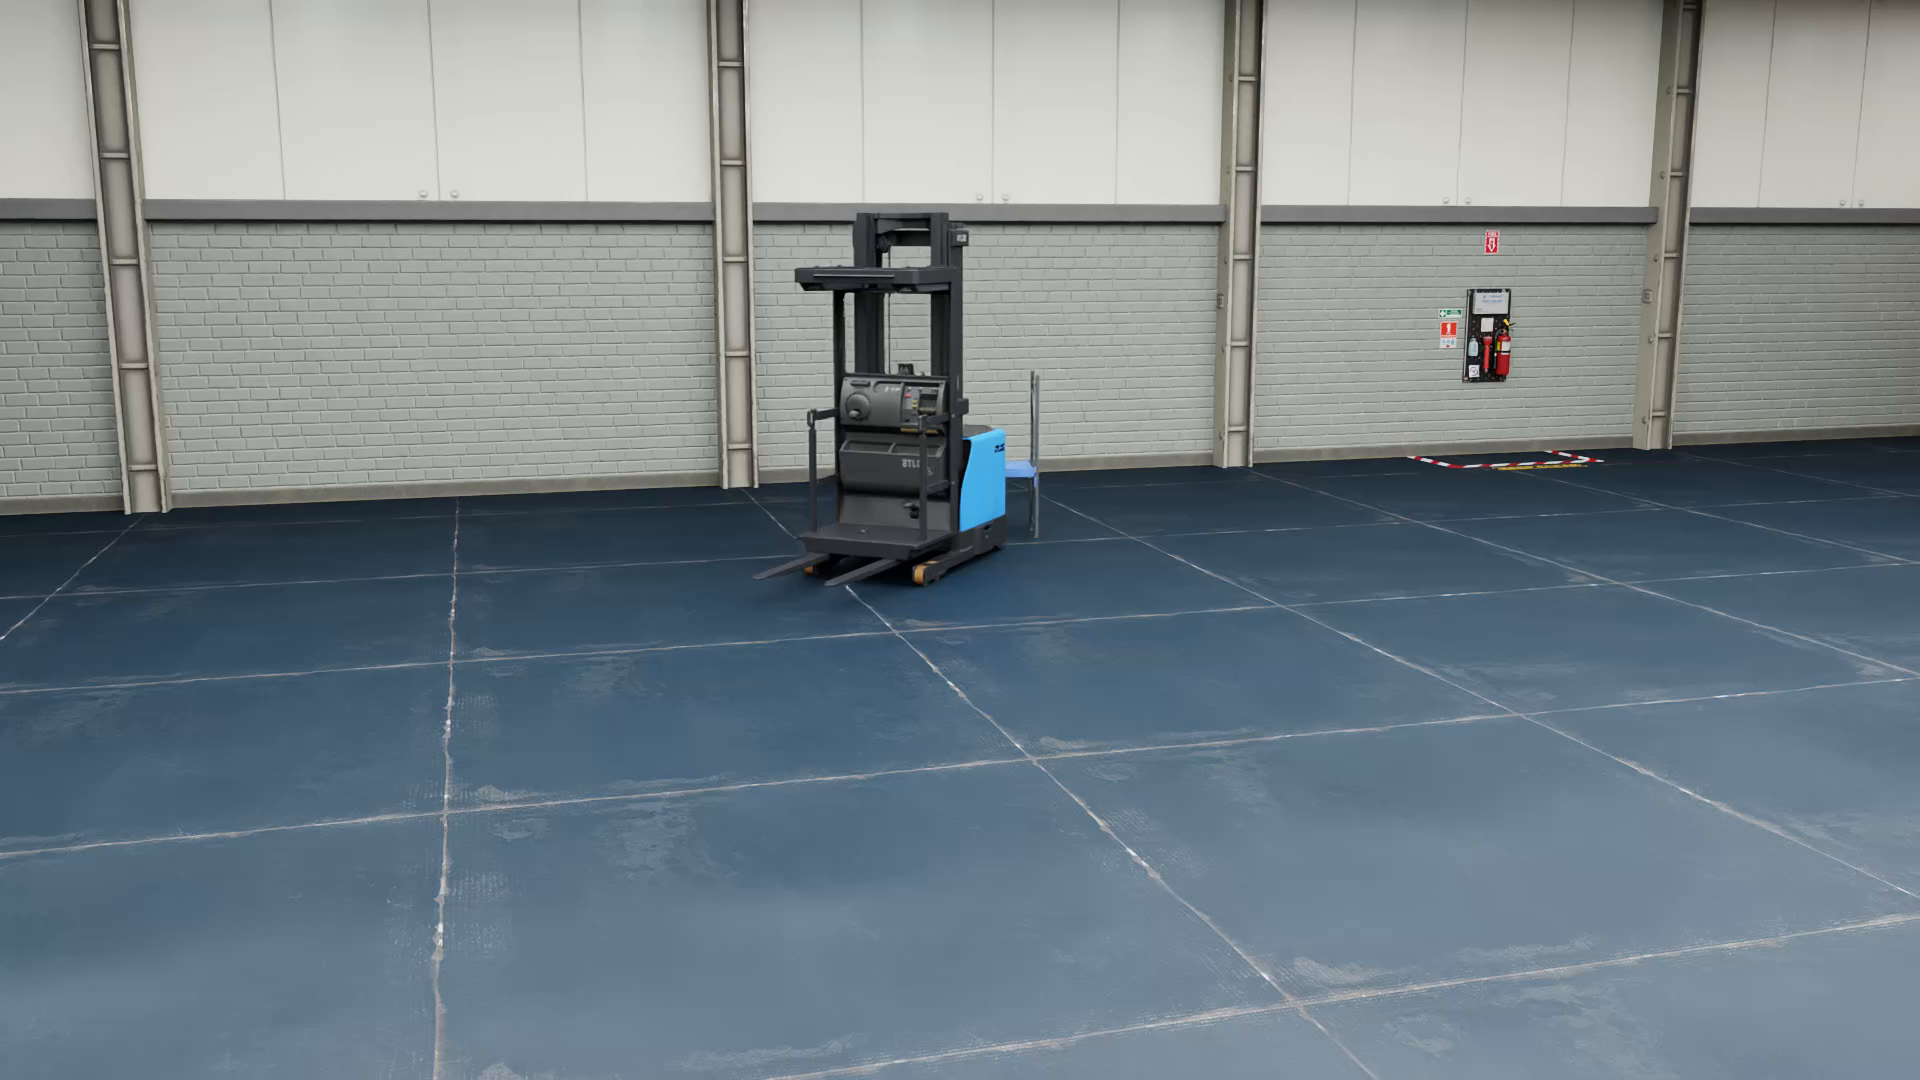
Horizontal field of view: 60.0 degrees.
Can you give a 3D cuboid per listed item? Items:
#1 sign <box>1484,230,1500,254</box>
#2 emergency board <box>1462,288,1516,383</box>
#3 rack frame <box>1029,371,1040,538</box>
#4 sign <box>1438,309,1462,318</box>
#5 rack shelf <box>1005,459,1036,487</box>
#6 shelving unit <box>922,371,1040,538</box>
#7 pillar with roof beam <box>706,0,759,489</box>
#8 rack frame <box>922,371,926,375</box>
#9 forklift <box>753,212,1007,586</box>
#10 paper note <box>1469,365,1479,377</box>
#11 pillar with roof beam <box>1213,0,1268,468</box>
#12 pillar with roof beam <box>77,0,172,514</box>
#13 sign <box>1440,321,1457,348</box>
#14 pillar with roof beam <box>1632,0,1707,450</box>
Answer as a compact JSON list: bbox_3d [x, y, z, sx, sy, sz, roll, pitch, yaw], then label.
[{"bbox_3d":[6.643,-3.719,20.767,0.199,0.298,0.001,-3,11,-16],"label":"sign"},{"bbox_3d":[6.679,-2.563,20.885,0.643,1.169,0.194,-3,11,-16],"label":"emergency board"},{"bbox_3d":[0.692,-0.801,15.460,0.032,1.500,0.500,-1,10,-3],"label":"rack frame"},{"bbox_3d":[6.126,-2.829,20.772,0.331,0.109,0.001,-3,11,-16],"label":"sign"},{"bbox_3d":[0.184,-0.619,15.463,1.000,0.185,0.538,-1,10,-3],"label":"rack shelf"},{"bbox_3d":[0.184,-0.796,15.430,1.048,1.500,0.538,-1,10,-3],"label":"shelving unit"},{"bbox_3d":[-1.257,-4.276,13.621,0.400,9.000,9.100,-3,11,-16],"label":"pillar with roof beam"},{"bbox_3d":[-0.323,-0.790,15.400,0.032,1.500,0.500,-1,10,-3],"label":"rack frame"},{"bbox_3d":[-0.639,-1.165,13.483,1.130,2.935,3.031,5,11,23],"label":"forklift"},{"bbox_3d":[6.489,-2.132,20.981,0.142,0.148,0.016,-3,11,-16],"label":"paper note"},{"bbox_3d":[4.504,-4.579,15.270,0.400,9.000,9.100,-3,11,-16],"label":"pillar with roof beam"},{"bbox_3d":[-7.017,-3.972,11.972,0.400,9.000,9.100,-3,11,-16],"label":"pillar with roof beam"},{"bbox_3d":[6.119,-2.570,20.827,0.234,0.329,0.001,-3,11,-16],"label":"sign"},{"bbox_3d":[10.265,-4.883,16.920,0.400,9.000,9.100,-3,11,-16],"label":"pillar with roof beam"}]
